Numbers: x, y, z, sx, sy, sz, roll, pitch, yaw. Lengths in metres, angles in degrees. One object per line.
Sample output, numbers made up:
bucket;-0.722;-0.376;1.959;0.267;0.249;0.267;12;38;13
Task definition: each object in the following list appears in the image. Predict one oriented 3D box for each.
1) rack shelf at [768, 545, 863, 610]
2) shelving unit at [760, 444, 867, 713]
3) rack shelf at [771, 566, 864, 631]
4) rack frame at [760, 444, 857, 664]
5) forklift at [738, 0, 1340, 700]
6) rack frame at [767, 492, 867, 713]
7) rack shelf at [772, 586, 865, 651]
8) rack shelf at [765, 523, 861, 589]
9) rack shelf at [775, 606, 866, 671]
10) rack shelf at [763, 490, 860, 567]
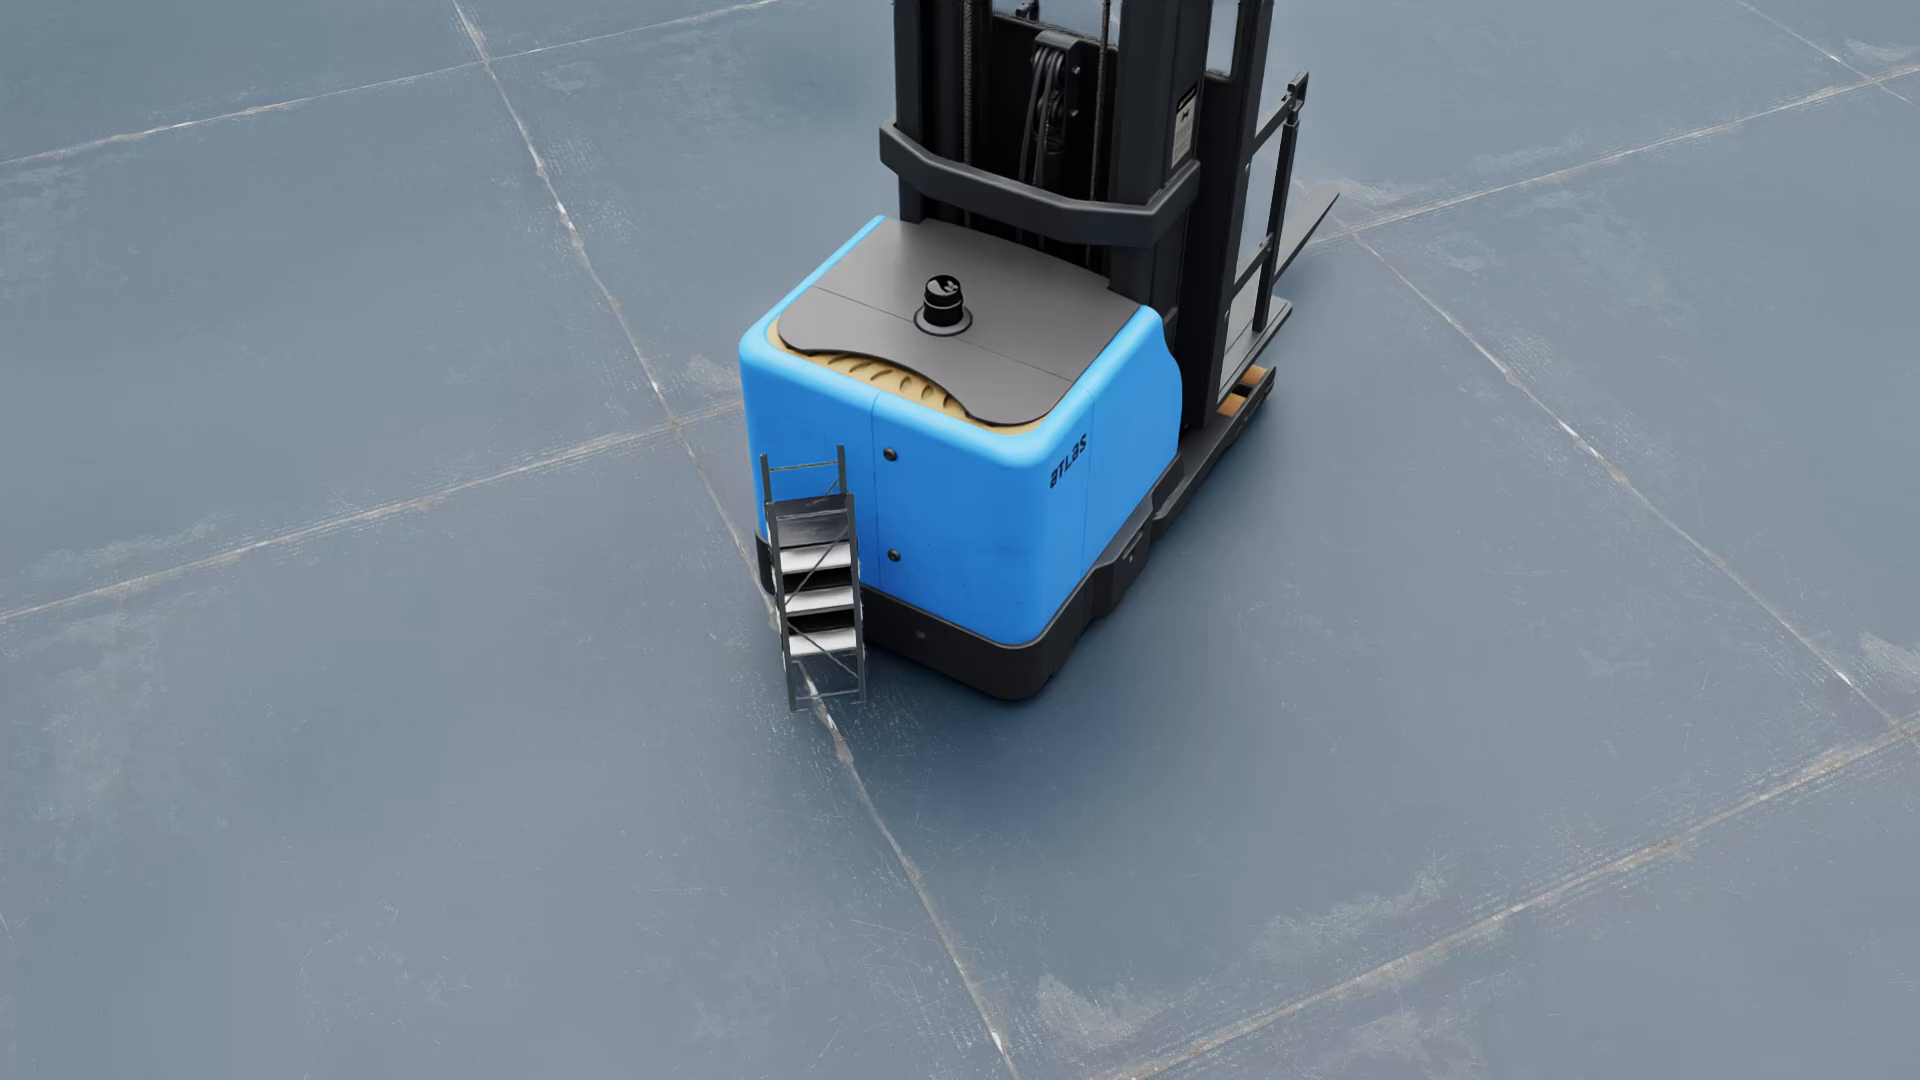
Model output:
rack shelf;-0.430;0.094;4.933;0.258;0.077;0.200;-7;45;-7
shelving unit;-0.430;0.135;4.973;0.258;0.900;0.210;-7;45;-7
rack shelf;-0.430;0.158;4.996;0.258;0.077;0.200;-7;45;-7
rack frame;-0.448;0.064;5.044;0.240;0.900;0.006;-7;45;-7
forklift;0.523;-1.571;5.255;1.130;2.935;3.031;23;49;21
rack frame;-0.412;0.205;4.902;0.240;0.900;0.006;-7;45;-7
rack shelf;-0.430;0.222;5.059;0.258;0.077;0.200;-7;45;-7
rack shelf;-0.430;0.030;4.870;0.258;0.077;0.200;-7;45;-7
rack shelf;-0.430;0.287;5.123;0.258;0.077;0.200;-7;45;-7
rack shelf;-0.430;-0.034;4.807;0.258;0.077;0.200;-7;45;-7
